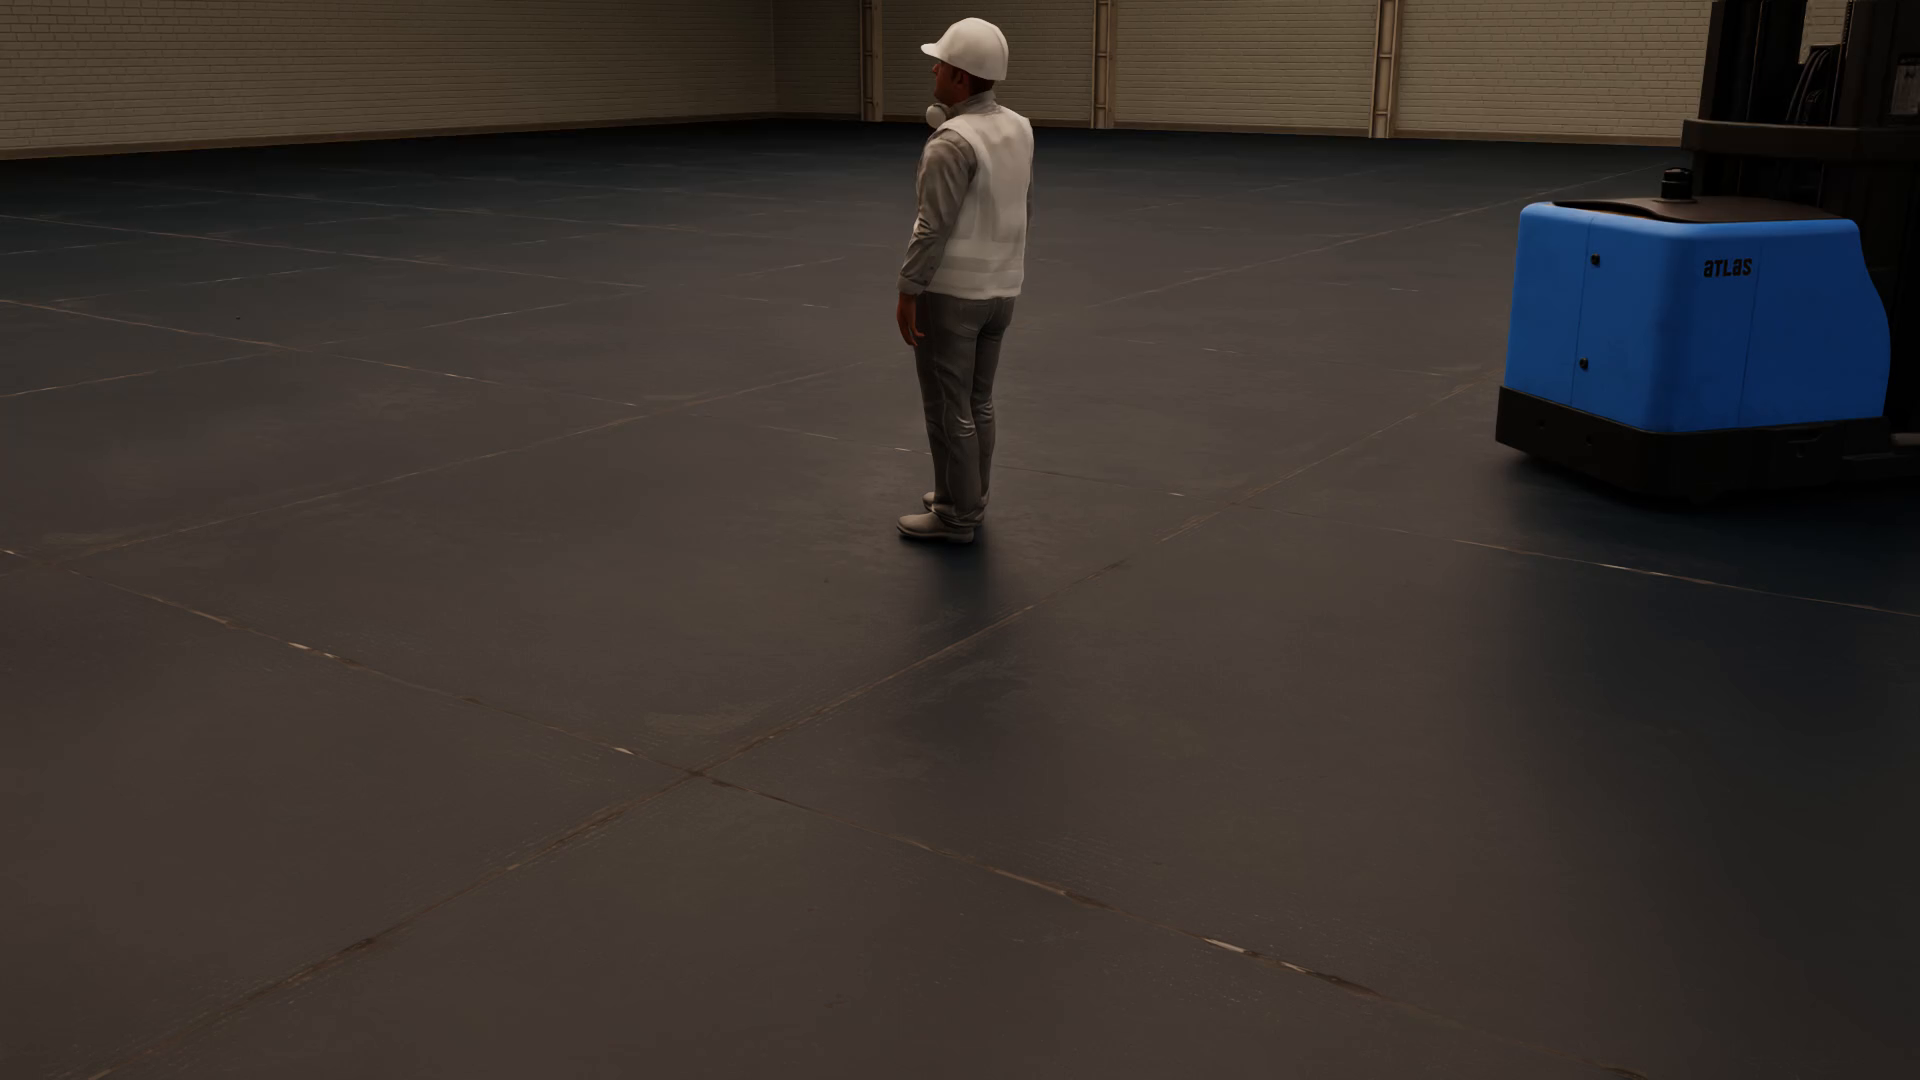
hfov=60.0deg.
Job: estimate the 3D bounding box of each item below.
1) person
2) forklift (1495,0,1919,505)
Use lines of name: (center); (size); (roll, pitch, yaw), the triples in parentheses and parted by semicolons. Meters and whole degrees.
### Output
person: (-0.048, -0.866, 5.733); (0.566, 1.770, 0.633); (11, 20, 33)
forklift: (3.867, -1.765, 6.736); (3.031, 2.935, 1.130); (-5, 17, -17)
